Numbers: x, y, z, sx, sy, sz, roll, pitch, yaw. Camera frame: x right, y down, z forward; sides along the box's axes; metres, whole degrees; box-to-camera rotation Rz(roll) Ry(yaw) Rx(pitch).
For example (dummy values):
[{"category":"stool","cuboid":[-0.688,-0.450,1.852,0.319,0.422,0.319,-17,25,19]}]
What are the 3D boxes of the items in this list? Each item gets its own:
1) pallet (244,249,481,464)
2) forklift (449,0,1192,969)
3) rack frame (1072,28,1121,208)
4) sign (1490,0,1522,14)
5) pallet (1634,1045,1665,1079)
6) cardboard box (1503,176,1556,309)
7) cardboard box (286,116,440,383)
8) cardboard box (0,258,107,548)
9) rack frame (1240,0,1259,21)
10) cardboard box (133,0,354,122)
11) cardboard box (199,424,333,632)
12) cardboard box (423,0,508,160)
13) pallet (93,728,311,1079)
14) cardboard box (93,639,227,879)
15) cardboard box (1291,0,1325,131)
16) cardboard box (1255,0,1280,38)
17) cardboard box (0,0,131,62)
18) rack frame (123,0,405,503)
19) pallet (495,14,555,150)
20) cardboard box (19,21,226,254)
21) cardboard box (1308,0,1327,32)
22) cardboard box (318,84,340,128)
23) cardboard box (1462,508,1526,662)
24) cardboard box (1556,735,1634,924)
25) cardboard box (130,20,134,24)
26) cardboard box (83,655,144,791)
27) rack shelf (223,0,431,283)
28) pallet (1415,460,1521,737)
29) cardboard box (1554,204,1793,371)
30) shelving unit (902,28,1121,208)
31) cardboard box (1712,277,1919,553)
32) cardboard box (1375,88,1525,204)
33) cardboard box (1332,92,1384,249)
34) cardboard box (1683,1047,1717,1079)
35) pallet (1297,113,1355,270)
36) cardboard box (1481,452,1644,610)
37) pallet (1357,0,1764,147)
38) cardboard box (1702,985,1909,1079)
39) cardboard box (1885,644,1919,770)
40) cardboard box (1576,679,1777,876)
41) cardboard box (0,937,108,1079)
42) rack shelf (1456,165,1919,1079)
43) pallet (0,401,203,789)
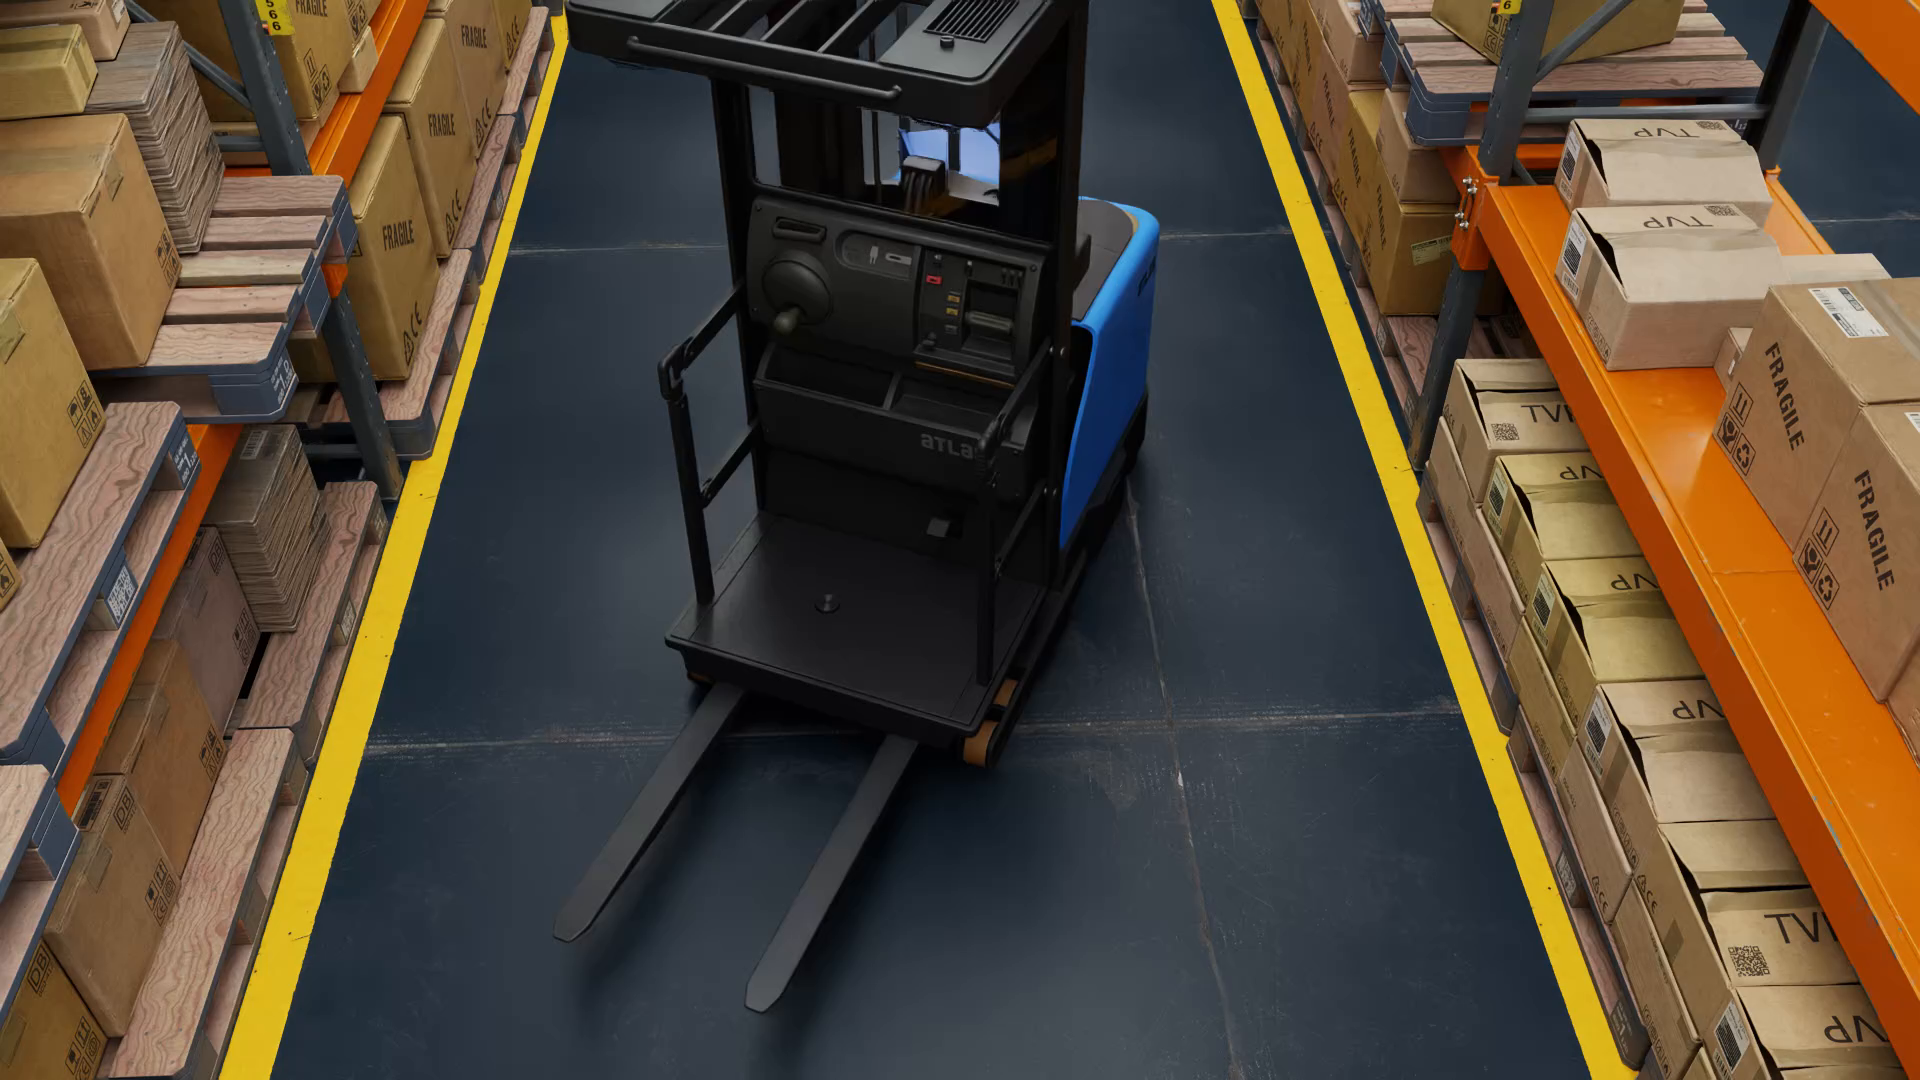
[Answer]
[{"category":"pallet","cuboid":[-2.626,-0.785,6.951,1.003,0.211,1.213,-2,43,-2]},{"category":"forklift","cuboid":[-0.396,-0.703,4.848,1.130,2.935,3.031,24,48,24]},{"category":"rack frame","cuboid":[0.344,-1.249,6.503,0.500,1.500,0.032,-14,44,-15]},{"category":"sign","cuboid":[1.739,-1.799,5.195,0.100,0.325,0.005,-2,43,-2]},{"category":"pallet","cuboid":[2.381,1.808,4.121,1.003,0.211,1.213,-2,43,-2]},{"category":"cardboard box","cuboid":[2.520,-1.333,7.009,0.500,0.500,0.500,-3,43,-3]},{"category":"cardboard box","cuboid":[-2.568,-1.141,6.556,0.750,0.750,0.750,-2,43,-2]},{"category":"cardboard box","cuboid":[-2.563,-0.320,3.980,0.700,0.500,0.500,-2,43,-2]},{"category":"rack frame","cuboid":[2.111,-4.124,8.529,1.000,3.000,0.127,-2,43,-2]},{"category":"cardboard box","cuboid":[-2.433,-1.768,5.650,0.500,0.500,0.500,0,43,-1]},{"category":"cardboard box","cuboid":[-2.585,-0.035,5.593,0.700,0.500,0.500,-1,43,-1]},{"category":"cardboard box","cuboid":[-2.639,-2.307,7.827,0.750,0.750,0.750,0,43,0]},{"category":"pallet","cuboid":[-2.587,1.098,4.896,1.003,0.211,1.213,-2,43,-2]},{"category":"cardboard box","cuboid":[-2.630,0.651,4.845,0.700,0.500,0.500,-2,43,-2]},{"category":"cardboard box","cuboid":[1.936,-2.334,8.100,0.500,0.500,0.500,-1,43,-1]},{"category":"cardboard box","cuboid":[1.888,-3.031,8.861,0.500,0.500,0.500,-3,43,-4]},{"category":"cardboard box","cuboid":[-2.623,-1.485,4.771,0.380,0.149,0.250,-7,43,-7]},{"category":"rack frame","cuboid":[-2.668,-1.279,5.425,1.000,3.000,0.127,-2,43,-2]},{"category":"pallet","cuboid":[-2.730,-2.433,8.748,1.003,0.211,1.213,-2,43,-2]},{"category":"cardboard box","cuboid":[-2.638,-1.161,4.897,0.700,0.500,0.500,-6,43,-7]},{"category":"cardboard box","cuboid":[1.931,-2.632,7.871,0.500,0.250,0.500,-2,43,-2]},{"category":"cardboard box","cuboid":[-2.452,-1.593,5.939,0.380,0.149,0.250,-1,43,-1]},{"category":"cardboard box","cuboid":[2.032,0.137,5.605,0.500,0.250,0.500,-3,43,-3]},{"category":"cardboard box","cuboid":[2.082,0.834,4.845,0.500,0.250,0.500,-1,43,-1]},{"category":"cardboard box","cuboid":[-2.951,-1.744,5.624,0.500,0.500,0.500,-1,43,-2]},{"category":"cardboard box","cuboid":[-2.597,0.422,4.539,0.500,0.250,0.500,-2,43,-2]},{"category":"rack shelf","cuboid":[-2.753,-2.364,7.141,1.077,0.370,4.000,-2,43,-2]},{"category":"pallet","cuboid":[2.277,0.161,5.918,1.003,0.211,1.213,-2,43,-2]},{"category":"cardboard box","cuboid":[2.126,-0.781,4.948,0.500,0.311,0.500,-2,43,-2]},{"category":"shelving unit","cuboid":[0.171,-1.572,6.855,0.538,1.500,1.048,-14,44,-15]},{"category":"cardboard box","cuboid":[2.369,-0.328,4.314,0.500,0.500,0.500,-4,43,-4]},{"category":"cardboard box","cuboid":[2.000,-1.603,6.749,0.500,0.250,0.500,0,43,0]},{"category":"cardboard box","cuboid":[1.985,-1.638,7.342,0.500,0.500,0.500,-3,43,-3]},{"category":"cardboard box","cuboid":[2.124,1.522,4.093,0.500,0.250,0.500,-2,43,-2]},{"category":"pallet","cuboid":[2.239,-1.722,7.973,1.003,0.211,1.213,-2,43,-2]},{"category":"cardboard box","cuboid":[2.041,-0.055,5.399,0.500,0.311,0.500,-3,43,-3]},{"category":"pallet","cuboid":[2.182,-1.808,6.145,1.213,0.211,1.003,-2,43,-2]},{"category":"cardboard box","cuboid":[2.119,1.313,3.907,0.500,0.311,0.500,-1,43,-1]},{"category":"cardboard box","cuboid":[2.412,0.365,3.557,0.500,0.500,0.500,1,43,1]},{"category":"cardboard box","cuboid":[2.083,0.636,4.645,0.500,0.311,0.500,-2,43,-2]},{"category":"cardboard box","cuboid":[-2.618,1.337,4.096,0.700,0.500,0.500,-2,43,-3]},{"category":"rack shelf","cuboid":[2.366,0.192,4.353,1.077,0.370,4.000,-2,43,-2]},{"category":"pallet","cuboid":[-2.543,0.127,4.033,1.003,0.211,1.213,-2,43,-2]}]
